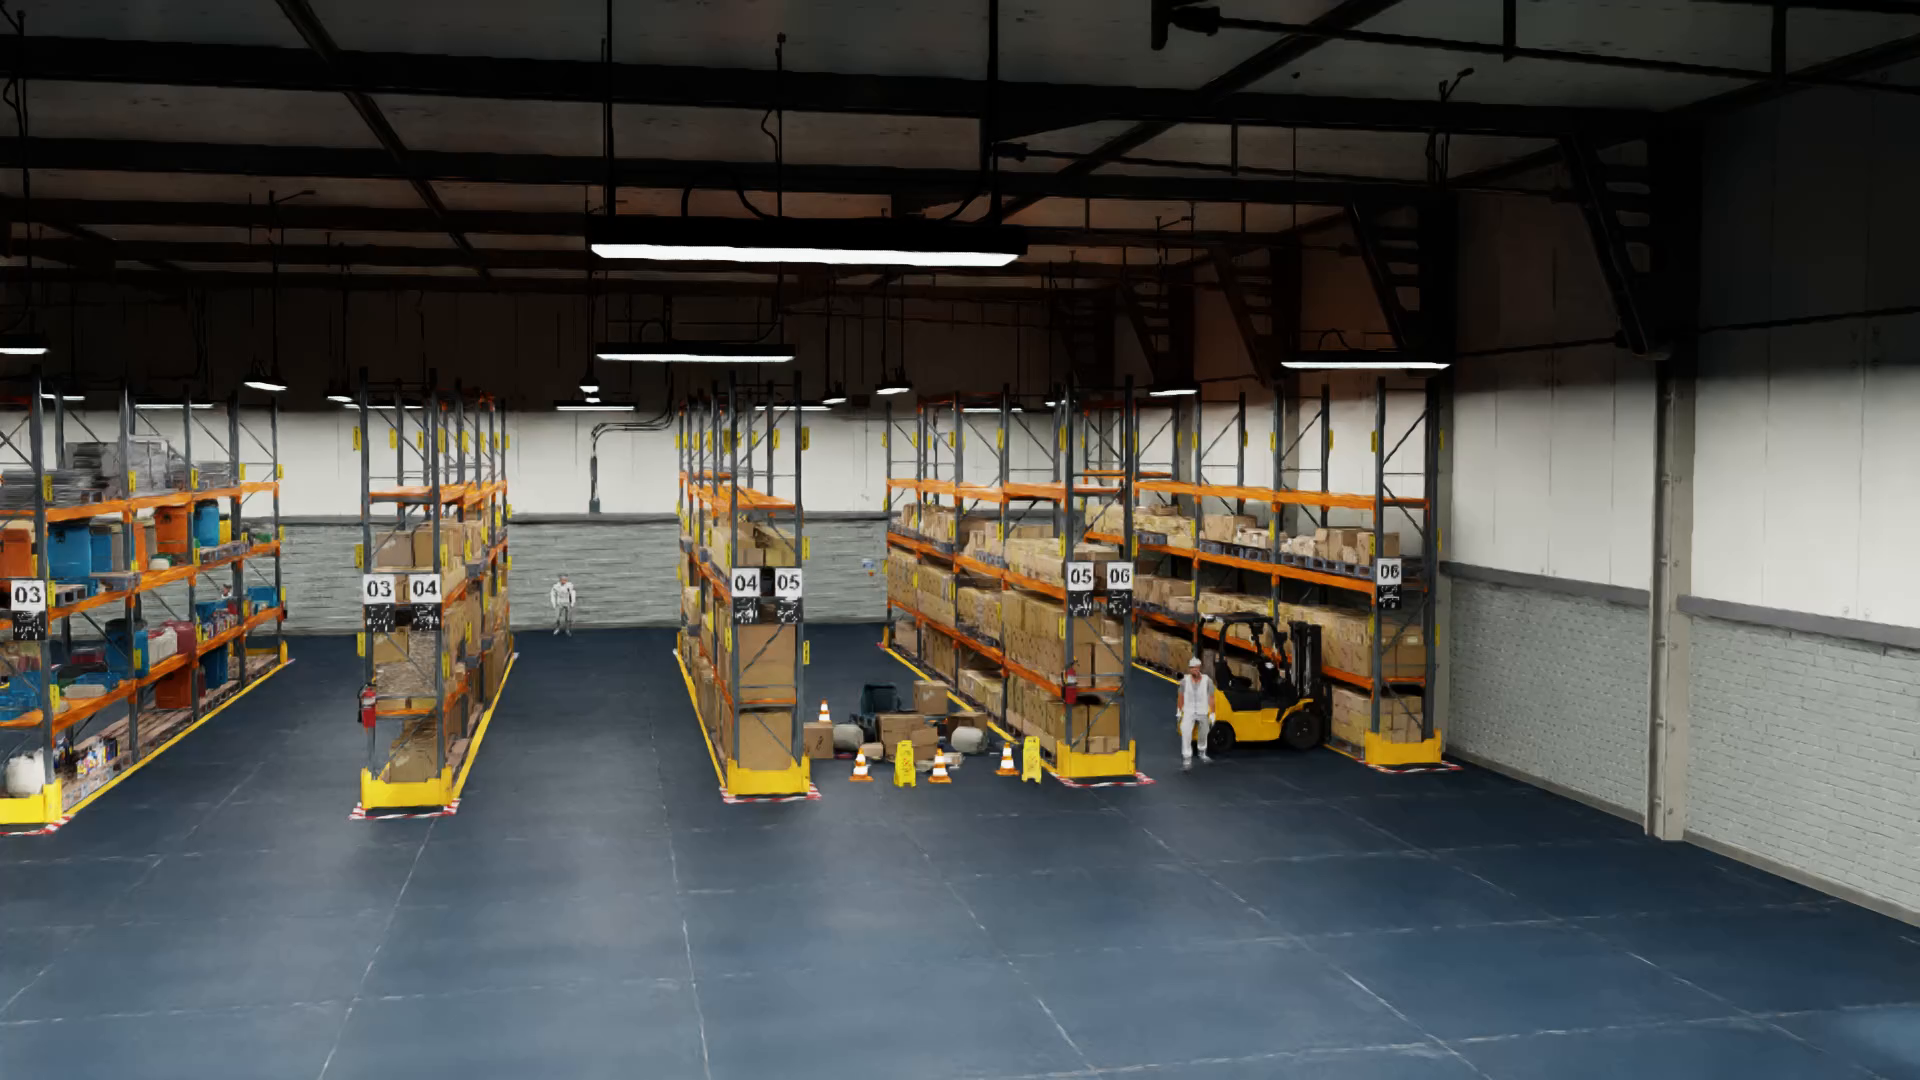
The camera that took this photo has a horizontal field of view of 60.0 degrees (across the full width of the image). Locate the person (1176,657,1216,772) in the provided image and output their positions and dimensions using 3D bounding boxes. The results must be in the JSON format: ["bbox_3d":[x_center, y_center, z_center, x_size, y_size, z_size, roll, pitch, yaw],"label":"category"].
[{"bbox_3d":[3.599,2.634,25.357,0.598,1.733,0.989,0,3,8],"label":"person"}]

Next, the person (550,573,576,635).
[{"bbox_3d":[-10.244,1.640,42.940,0.639,1.632,0.506,-1,4,-14],"label":"person"}]

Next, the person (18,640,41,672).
[{"bbox_3d":[-18.286,2.244,32.717,0.458,1.612,1.019,-1,3,-13],"label":"person"}]

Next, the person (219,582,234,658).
[{"bbox_3d":[-16.749,1.848,38.260,0.628,1.745,0.539,3,4,39],"label":"person"}]
